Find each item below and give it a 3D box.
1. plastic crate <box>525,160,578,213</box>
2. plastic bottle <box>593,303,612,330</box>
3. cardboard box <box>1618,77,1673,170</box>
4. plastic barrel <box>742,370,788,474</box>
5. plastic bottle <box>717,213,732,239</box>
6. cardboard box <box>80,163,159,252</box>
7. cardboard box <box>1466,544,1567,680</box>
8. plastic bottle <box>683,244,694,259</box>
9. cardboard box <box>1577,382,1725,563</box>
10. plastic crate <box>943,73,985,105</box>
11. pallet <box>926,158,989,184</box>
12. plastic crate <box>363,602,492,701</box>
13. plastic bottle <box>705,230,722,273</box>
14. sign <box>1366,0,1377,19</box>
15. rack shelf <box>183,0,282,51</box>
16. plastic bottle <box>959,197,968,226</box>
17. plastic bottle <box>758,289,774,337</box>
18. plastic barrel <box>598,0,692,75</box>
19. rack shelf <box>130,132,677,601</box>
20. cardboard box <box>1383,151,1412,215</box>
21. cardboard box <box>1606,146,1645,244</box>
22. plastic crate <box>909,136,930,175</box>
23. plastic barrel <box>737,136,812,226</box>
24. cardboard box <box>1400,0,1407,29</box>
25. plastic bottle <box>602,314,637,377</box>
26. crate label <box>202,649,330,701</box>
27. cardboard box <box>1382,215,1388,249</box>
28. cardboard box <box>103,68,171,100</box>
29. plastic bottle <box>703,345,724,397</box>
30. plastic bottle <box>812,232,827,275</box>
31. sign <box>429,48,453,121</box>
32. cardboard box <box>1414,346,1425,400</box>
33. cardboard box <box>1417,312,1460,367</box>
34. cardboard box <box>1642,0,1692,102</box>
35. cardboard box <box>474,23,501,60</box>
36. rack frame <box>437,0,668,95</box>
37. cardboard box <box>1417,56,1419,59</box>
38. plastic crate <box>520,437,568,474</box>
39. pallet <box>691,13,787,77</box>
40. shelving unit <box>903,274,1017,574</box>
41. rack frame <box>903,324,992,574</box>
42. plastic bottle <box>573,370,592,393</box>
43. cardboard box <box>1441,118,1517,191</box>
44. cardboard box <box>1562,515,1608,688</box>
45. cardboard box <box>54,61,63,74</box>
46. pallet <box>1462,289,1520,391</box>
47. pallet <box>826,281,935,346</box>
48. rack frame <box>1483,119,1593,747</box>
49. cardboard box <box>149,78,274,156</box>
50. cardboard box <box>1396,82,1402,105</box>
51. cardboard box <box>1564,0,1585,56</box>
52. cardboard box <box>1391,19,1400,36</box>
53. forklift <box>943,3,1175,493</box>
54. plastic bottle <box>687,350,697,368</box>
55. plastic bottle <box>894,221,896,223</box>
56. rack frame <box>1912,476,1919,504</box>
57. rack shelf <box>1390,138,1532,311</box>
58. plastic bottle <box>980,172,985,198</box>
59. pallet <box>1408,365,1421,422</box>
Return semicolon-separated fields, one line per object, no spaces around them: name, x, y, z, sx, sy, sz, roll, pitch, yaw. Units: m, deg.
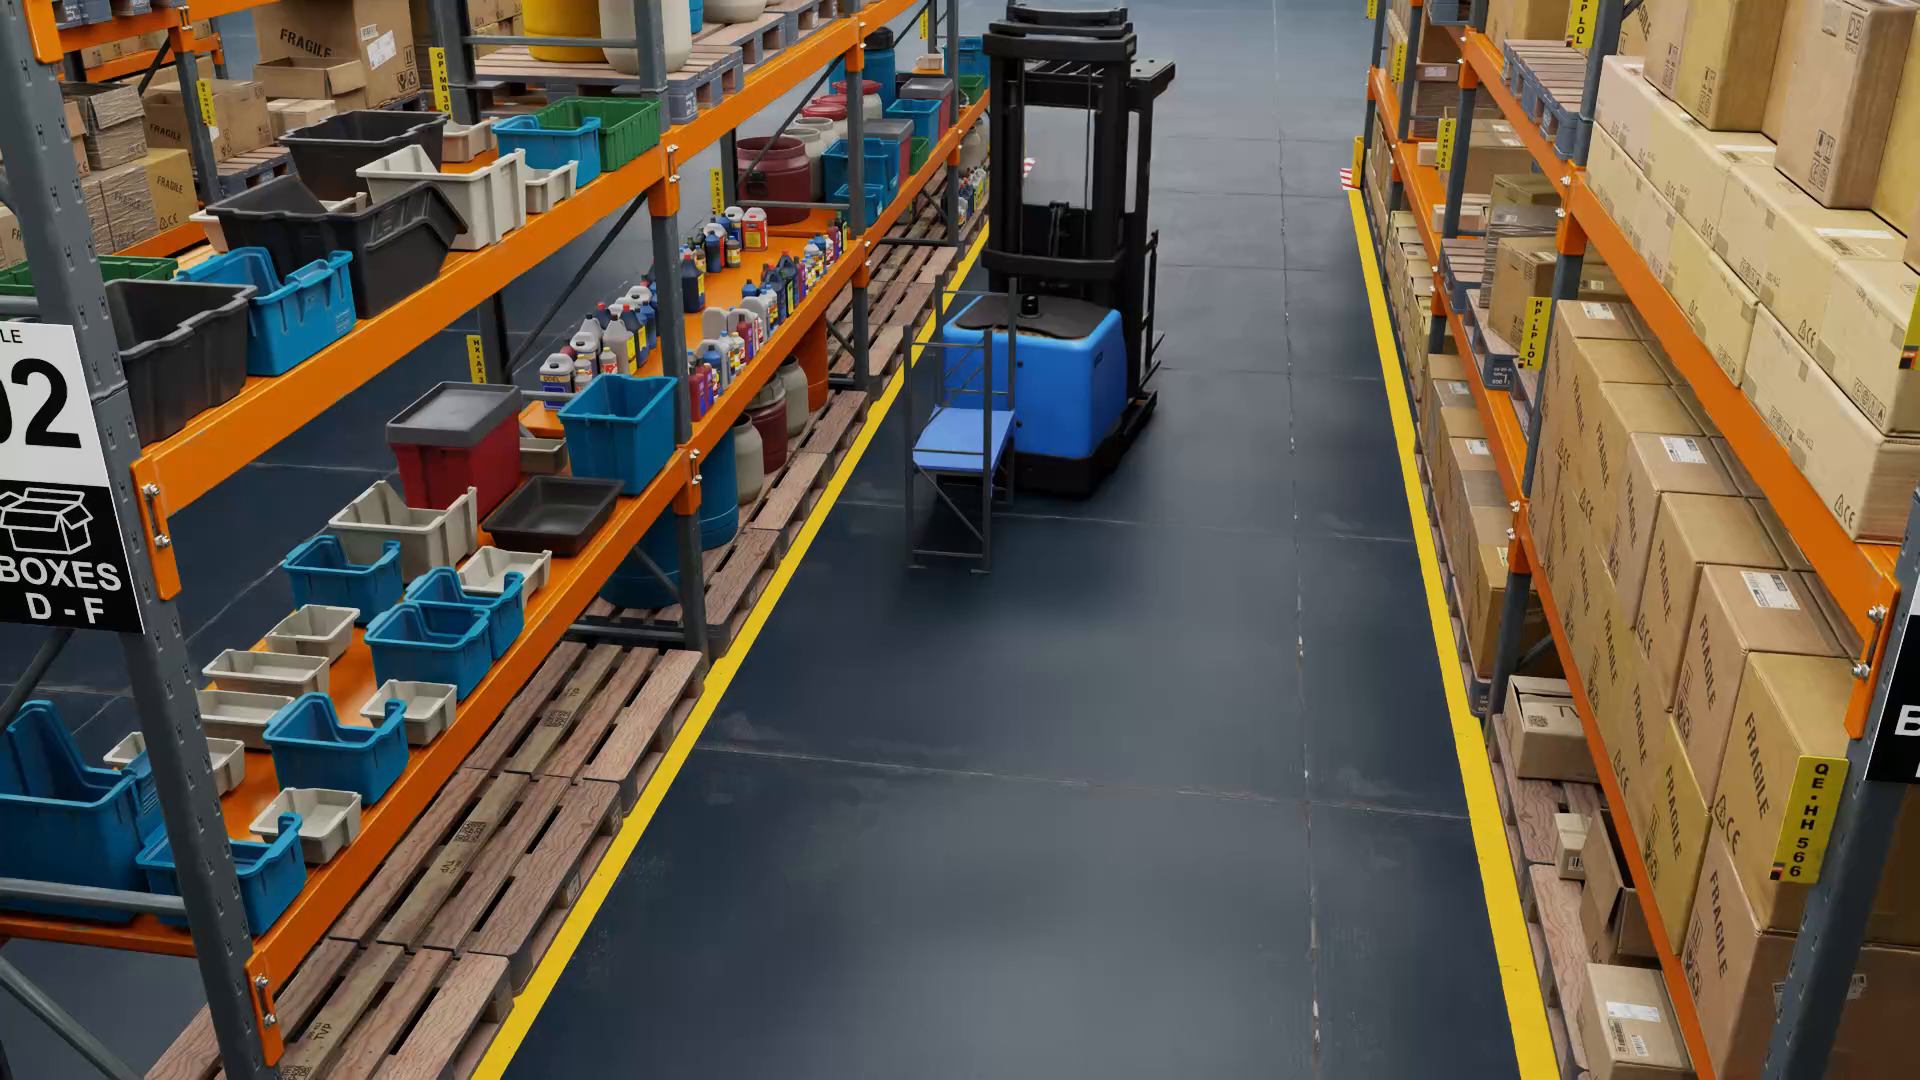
plastic crate;-1.656;-1.367;6.405;0.293;0.136;0.466;4;25;9
plastic bottle;-1.966;-1.148;9.223;0.144;0.351;0.185;4;25;9
cardboard box;2.658;-1.463;5.886;0.500;0.250;0.500;4;25;9
plastic barrel;-1.418;-0.779;10.725;0.600;0.588;0.708;4;25;9
plastic bottle;-1.606;-2.096;11.340;0.097;0.271;0.097;0;25;0
cardboard box;-5.980;-2.316;11.541;0.500;0.500;0.500;4;25;8
cardboard box;2.860;0.365;8.361;0.500;0.500;0.500;4;25;8
plastic bottle;-1.741;-1.750;10.602;0.097;0.271;0.097;0;25;0
cardboard box;2.539;-0.231;5.908;0.500;0.500;0.500;3;25;7
plastic crate;-0.016;-4.484;16.542;0.450;0.188;0.662;4;25;9
pallet;0.033;-4.067;18.691;1.003;0.211;1.213;4;25;9
plastic crate;-1.897;0.404;5.974;0.416;0.233;0.300;4;25;9
plastic bottle;-1.621;-1.898;10.918;0.097;0.271;0.097;0;25;0
sign;4.477;-5.829;18.050;0.100;0.325;0.005;4;25;9
rack shelf;-5.730;-4.571;13.788;1.077;0.370;4.000;4;25;9
plastic bottle;-0.006;-3.238;16.322;0.152;0.276;0.135;5;26;10
plastic bottle;-1.137;-1.326;9.696;0.097;0.271;0.097;0;25;0
plastic barrel;-1.491;-2.499;7.857;0.433;0.535;0.433;0;25;0
rack shelf;-2.151;-0.882;5.907;1.077;0.370;4.000;4;25;9
cardboard box;4.323;-3.389;15.816;0.500;0.500;0.500;4;25;9
cardboard box;2.653;-1.237;5.993;0.500;0.250;0.500;4;25;9
plastic crate;-0.523;-3.188;13.773;0.450;0.188;0.662;4;25;9
plastic barrel;-1.393;-2.636;12.182;0.600;0.536;0.708;4;25;9
cardboard box;4.764;-5.345;16.483;0.700;0.500;0.500;4;25;9
plastic bottle;-1.854;-1.061;9.036;0.144;0.351;0.185;4;25;9
crate label;-2.440;0.487;5.911;0.396;0.136;0.243;4;25;9
cardboard box;4.230;-2.841;15.530;0.500;0.250;0.500;4;25;9
cardboard box;-9.813;-5.005;19.416;0.875;0.875;0.875;4;25;8
plastic bottle;-1.305;-0.898;8.781;0.097;0.271;0.097;0;25;0
plastic bottle;-0.922;-1.877;10.874;0.097;0.271;0.097;0;25;0
sign;-2.366;-2.088;7.623;0.100;0.325;0.005;4;25;9
cardboard box;3.561;-1.196;12.015;0.500;0.250;0.500;5;25;10
cardboard box;3.559;-1.449;11.894;0.500;0.311;0.500;5;25;10
cardboard box;2.799;-1.793;5.706;0.700;0.500;0.500;4;25;9
cardboard box;-5.152;-4.946;16.809;0.875;0.500;0.500;4;25;9
rack frame;-1.824;-3.403;6.906;1.000;3.000;0.127;4;25;9
cardboard box;4.245;-4.258;14.926;0.380;0.149;0.250;3;25;7
plastic crate;-2.041;-0.409;7.826;0.396;0.136;0.243;4;25;9
pallet;-1.610;-2.768;9.310;1.003;0.211;1.213;4;25;9
shelving unit;0.014;-0.715;10.008;0.538;1.500;1.048;4;25;9
rack frame;-0.069;-0.502;9.554;0.500;1.500;0.032;4;25;9
plastic bottle;-1.952;-0.782;8.618;0.097;0.201;0.097;0;25;0
cardboard box;4.060;-2.983;12.966;0.500;0.500;0.500;4;25;9
cardboard box;2.545;0.231;6.100;0.500;0.500;0.500;4;25;8
cardboard box;-10.164;-5.216;17.677;0.875;0.550;0.550;4;25;9
pallet;3.403;-1.114;9.317;1.003;0.211;1.213;4;25;9
pallet;-0.804;-1.926;14.116;1.003;0.211;1.213;4;25;9
rack frame;3.062;-0.341;7.441;1.000;3.000;0.127;4;25;9
cardboard box;-6.015;-3.407;13.376;0.700;0.500;0.500;8;26;16
cardboard box;4.684;-4.563;16.343;0.700;0.500;0.500;5;26;10
cardboard box;3.432;-2.744;8.305;0.600;0.600;0.600;3;25;6
cardboard box;4.621;-5.230;17.001;0.380;0.149;0.250;4;25;8
forklift;0.815;-2.229;11.555;1.130;2.935;3.031;8;26;17
plastic bottle;-1.439;-0.917;8.905;0.097;0.201;0.097;0;25;0
plastic bottle;-0.696;-3.321;16.412;0.144;0.351;0.185;3;25;7
rack frame;2.408;-1.385;2.595;1.000;3.000;0.127;4;25;9
rack shelf;4.043;-2.525;12.954;1.077;0.370;4.000;4;25;9
plastic bottle;0.179;-3.710;17.333;0.152;0.276;0.135;3;25;7
pallet;3.889;-1.093;12.336;1.003;0.211;1.213;4;25;9
